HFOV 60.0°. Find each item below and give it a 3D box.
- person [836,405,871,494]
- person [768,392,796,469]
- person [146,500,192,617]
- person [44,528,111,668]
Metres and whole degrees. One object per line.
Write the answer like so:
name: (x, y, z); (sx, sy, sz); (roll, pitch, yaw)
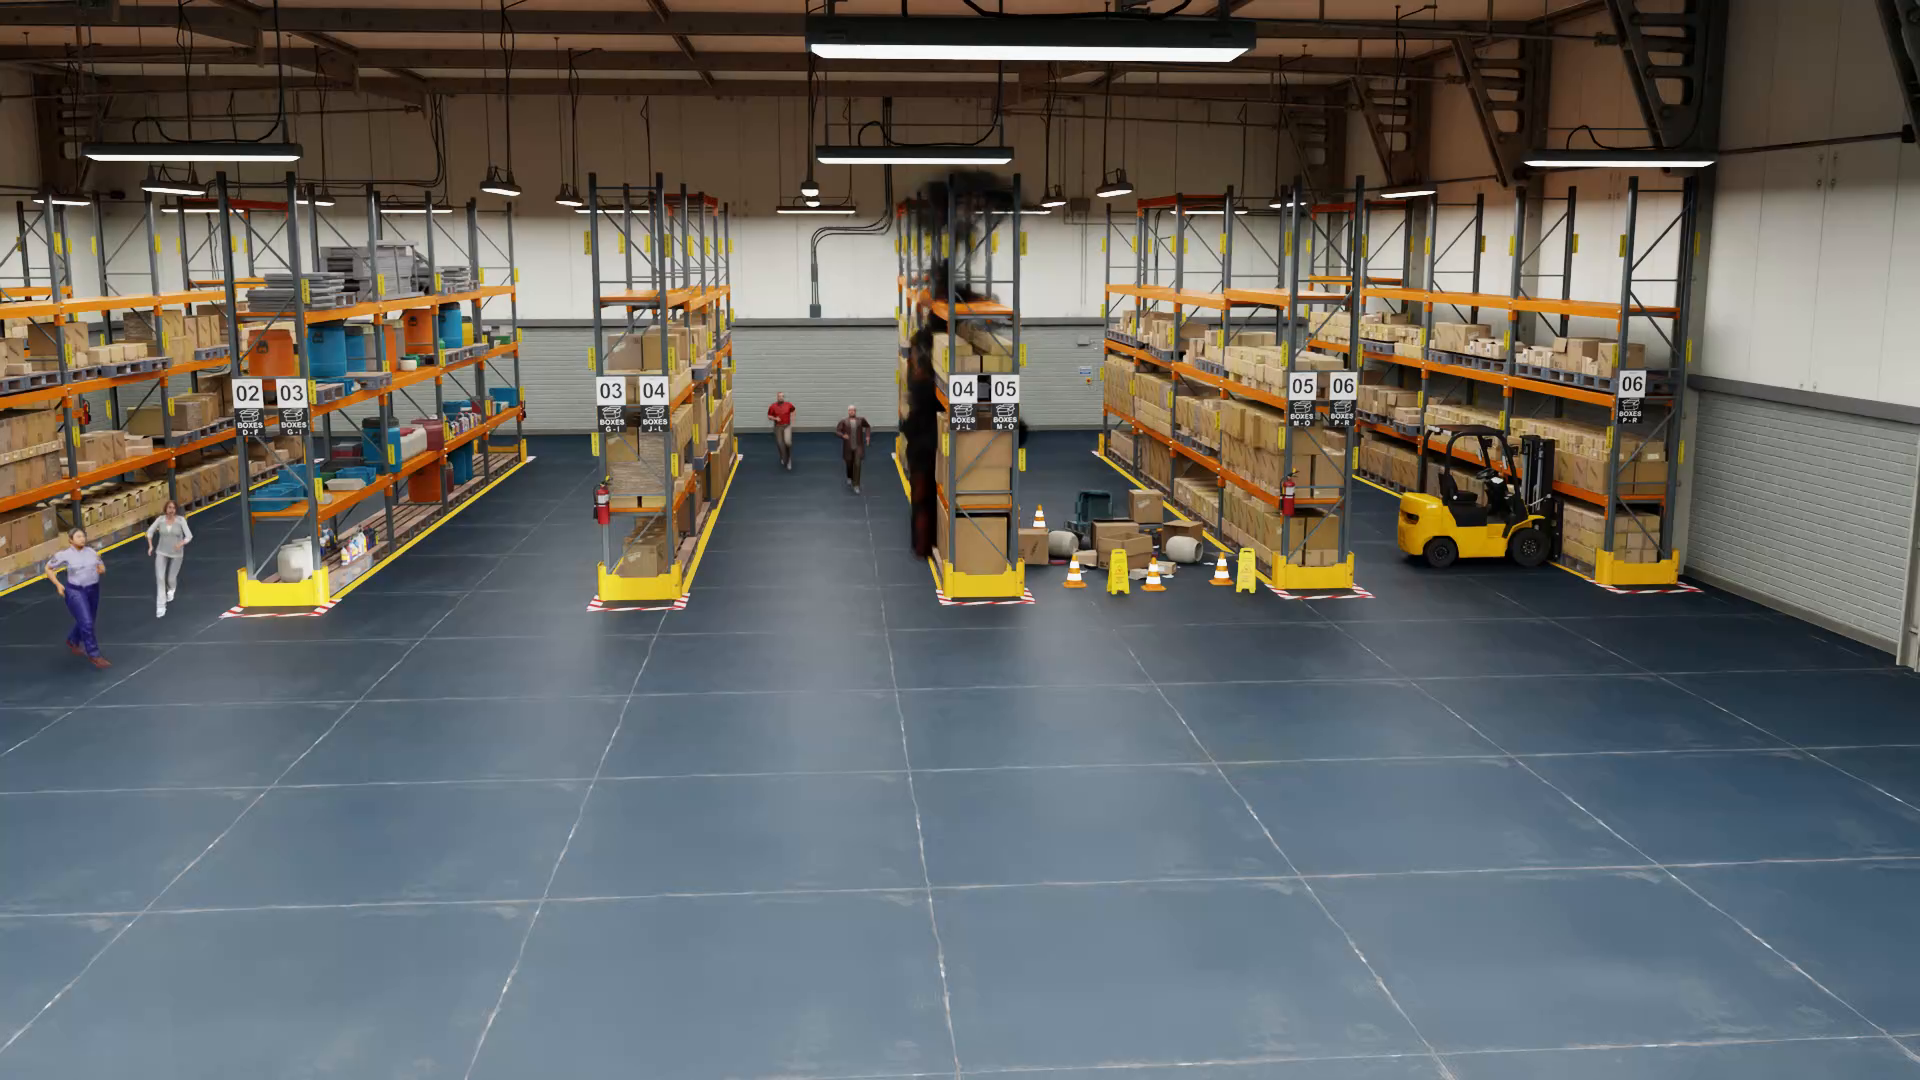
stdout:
person: (-2.191, -1.891, 34.247); (0.724, 1.764, 1.109); (-1, 10, -3)
person: (-4.070, -2.496, 38.014); (0.635, 1.784, 0.734); (-1, 10, -4)
person: (-10.938, 0.220, 23.049); (0.583, 1.576, 0.757); (-4, 11, -19)
person: (-10.591, 0.672, 20.059); (0.920, 1.658, 0.598); (4, 11, 24)
